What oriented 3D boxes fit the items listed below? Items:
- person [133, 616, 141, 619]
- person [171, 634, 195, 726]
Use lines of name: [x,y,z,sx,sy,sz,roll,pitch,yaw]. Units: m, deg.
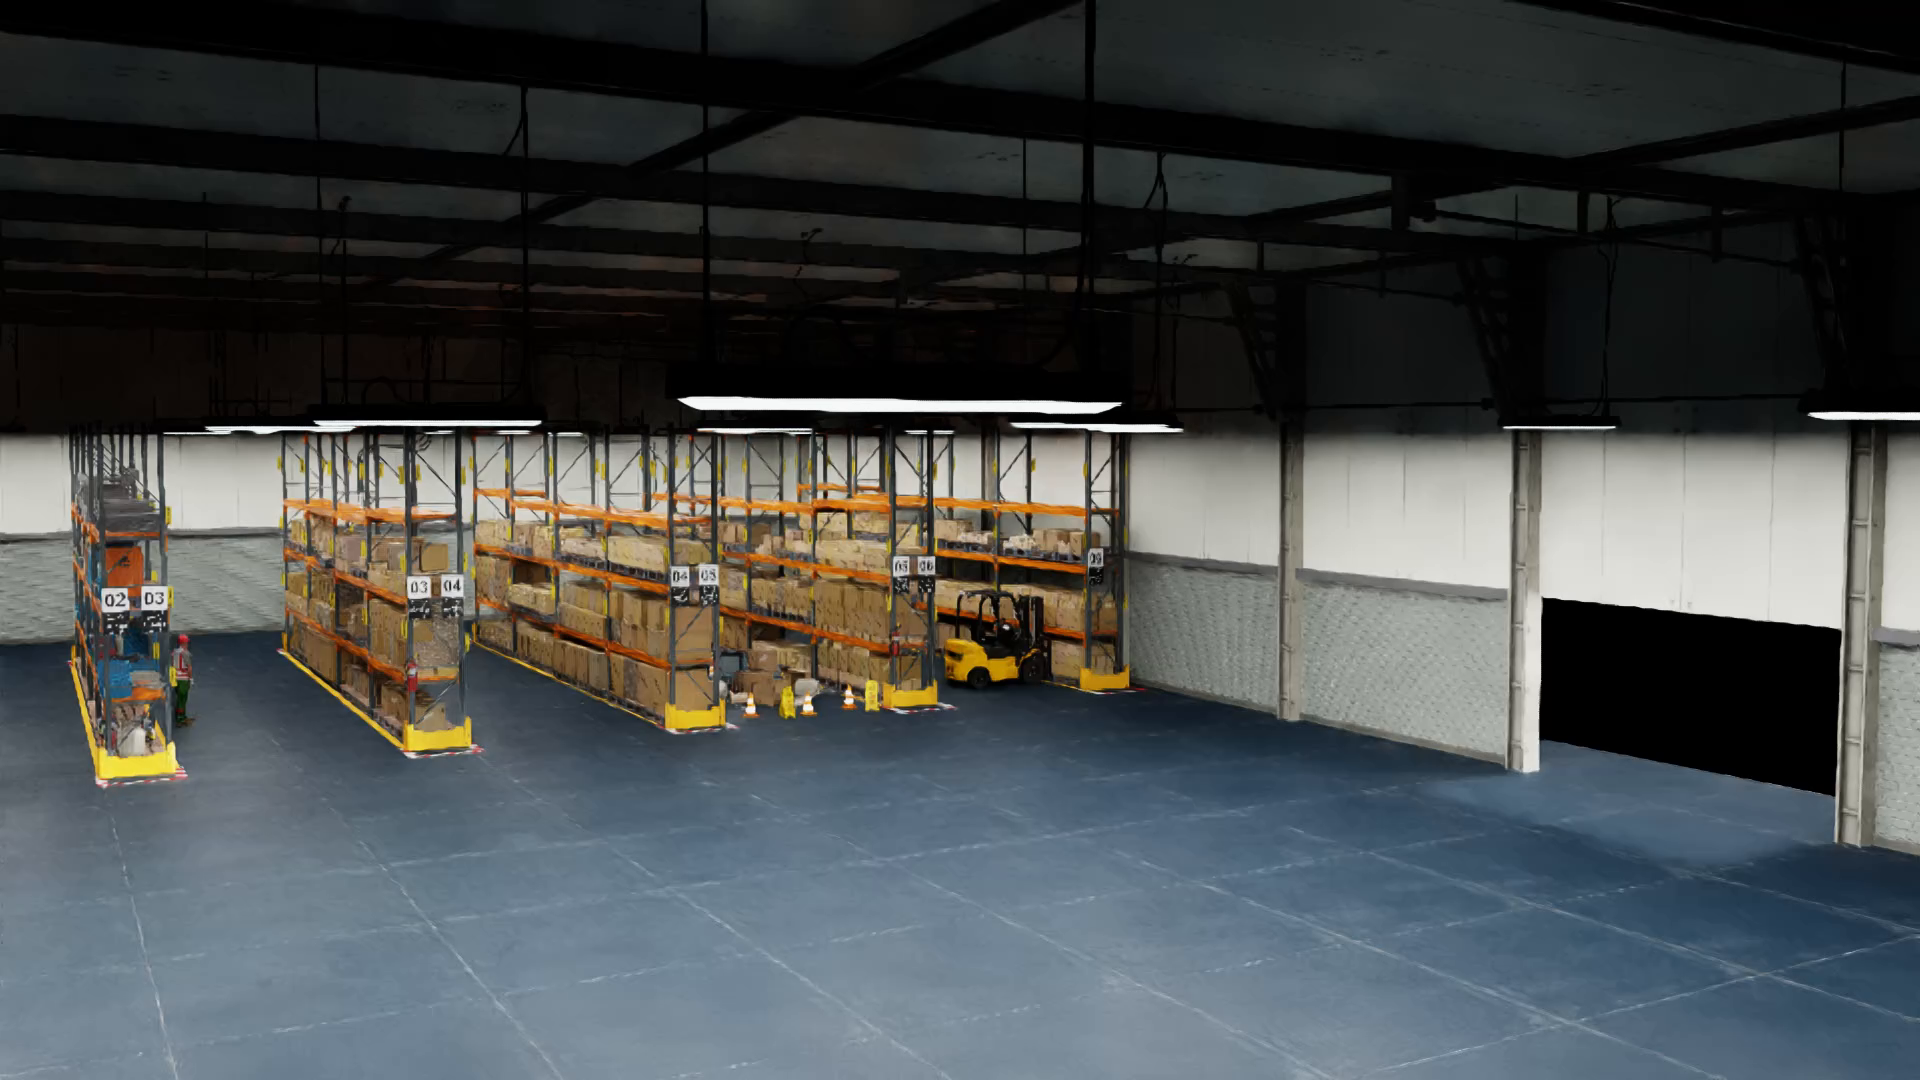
person: [-22.089,2.172,44.393,0.468,1.577,1.028,-3,4,-37]
person: [-15.441,2.767,33.089,0.619,1.789,0.522,3,4,36]
